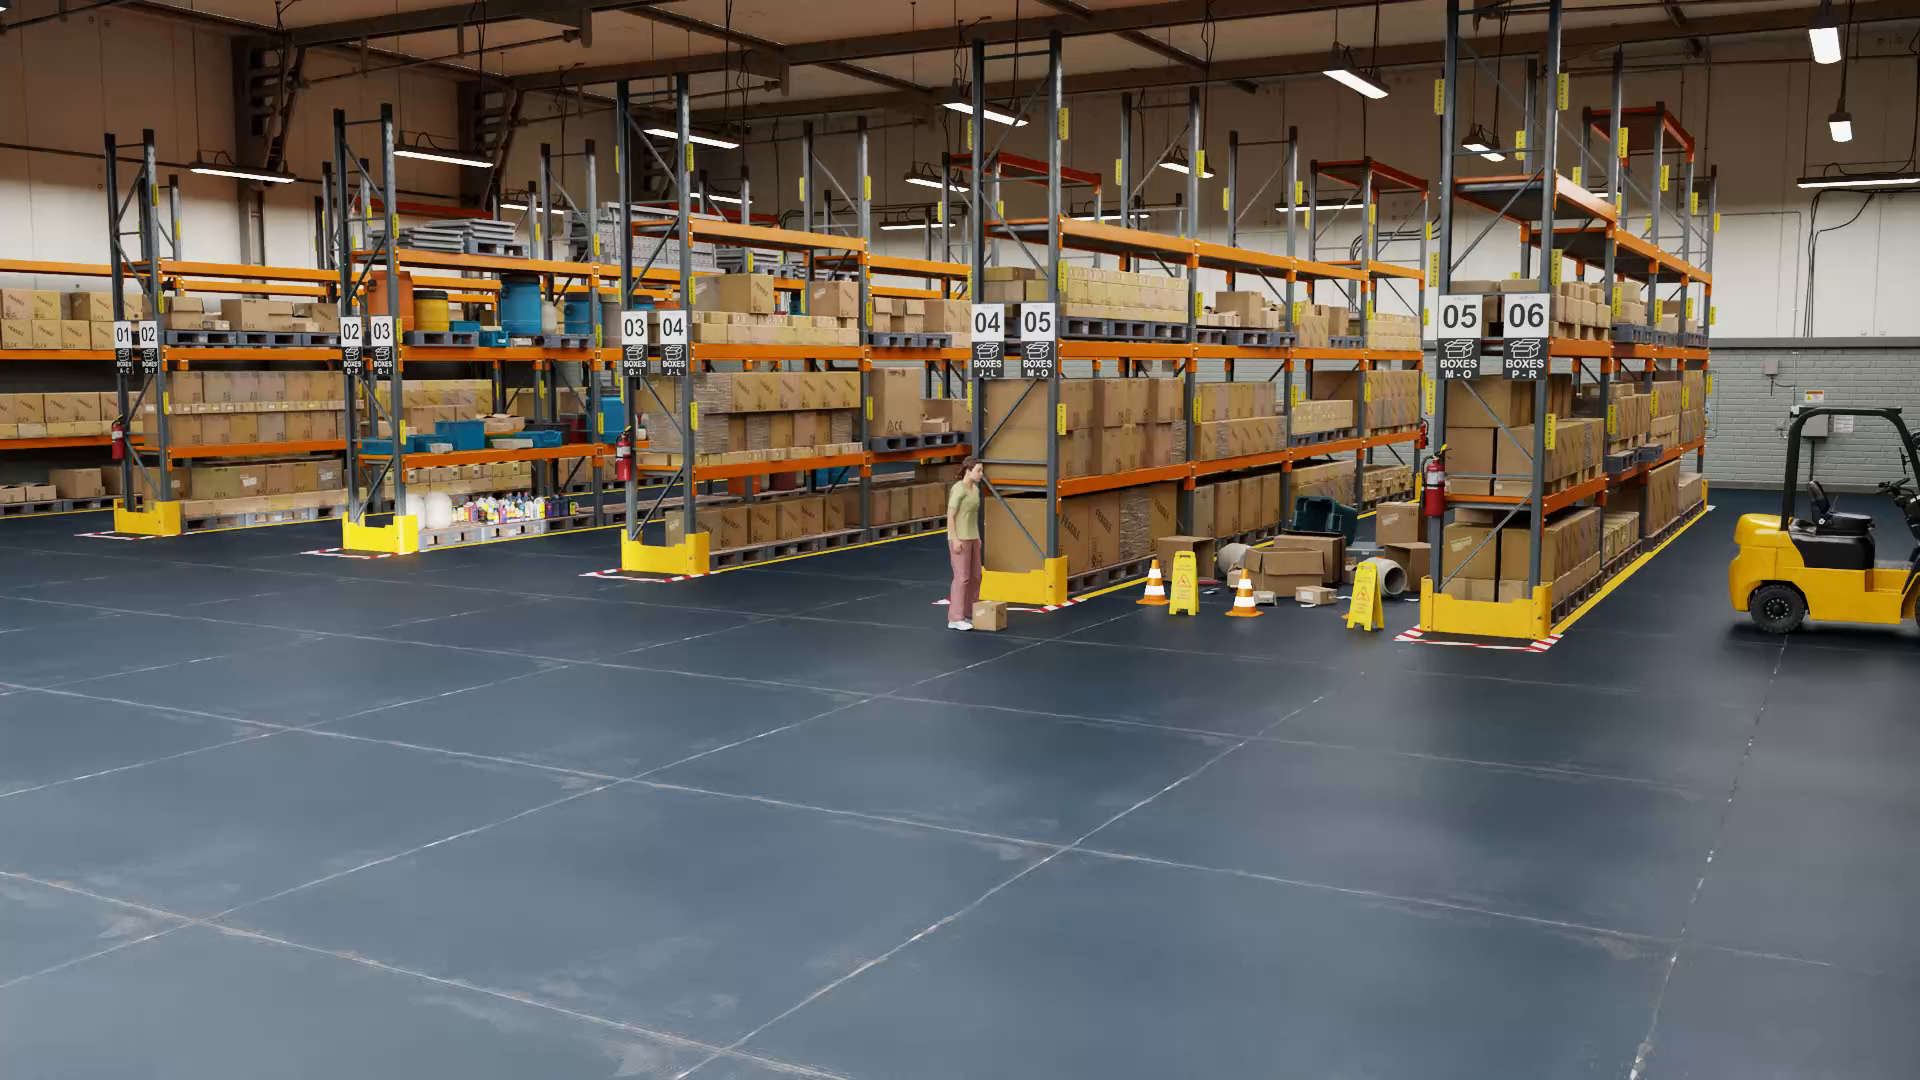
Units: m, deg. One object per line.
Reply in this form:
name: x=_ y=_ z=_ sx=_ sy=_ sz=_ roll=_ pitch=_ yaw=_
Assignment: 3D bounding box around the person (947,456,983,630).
person: x=0.068 y=0.014 z=16.194 sx=0.356 sy=1.673 sz=0.499 roll=3 pitch=7 yaw=29
